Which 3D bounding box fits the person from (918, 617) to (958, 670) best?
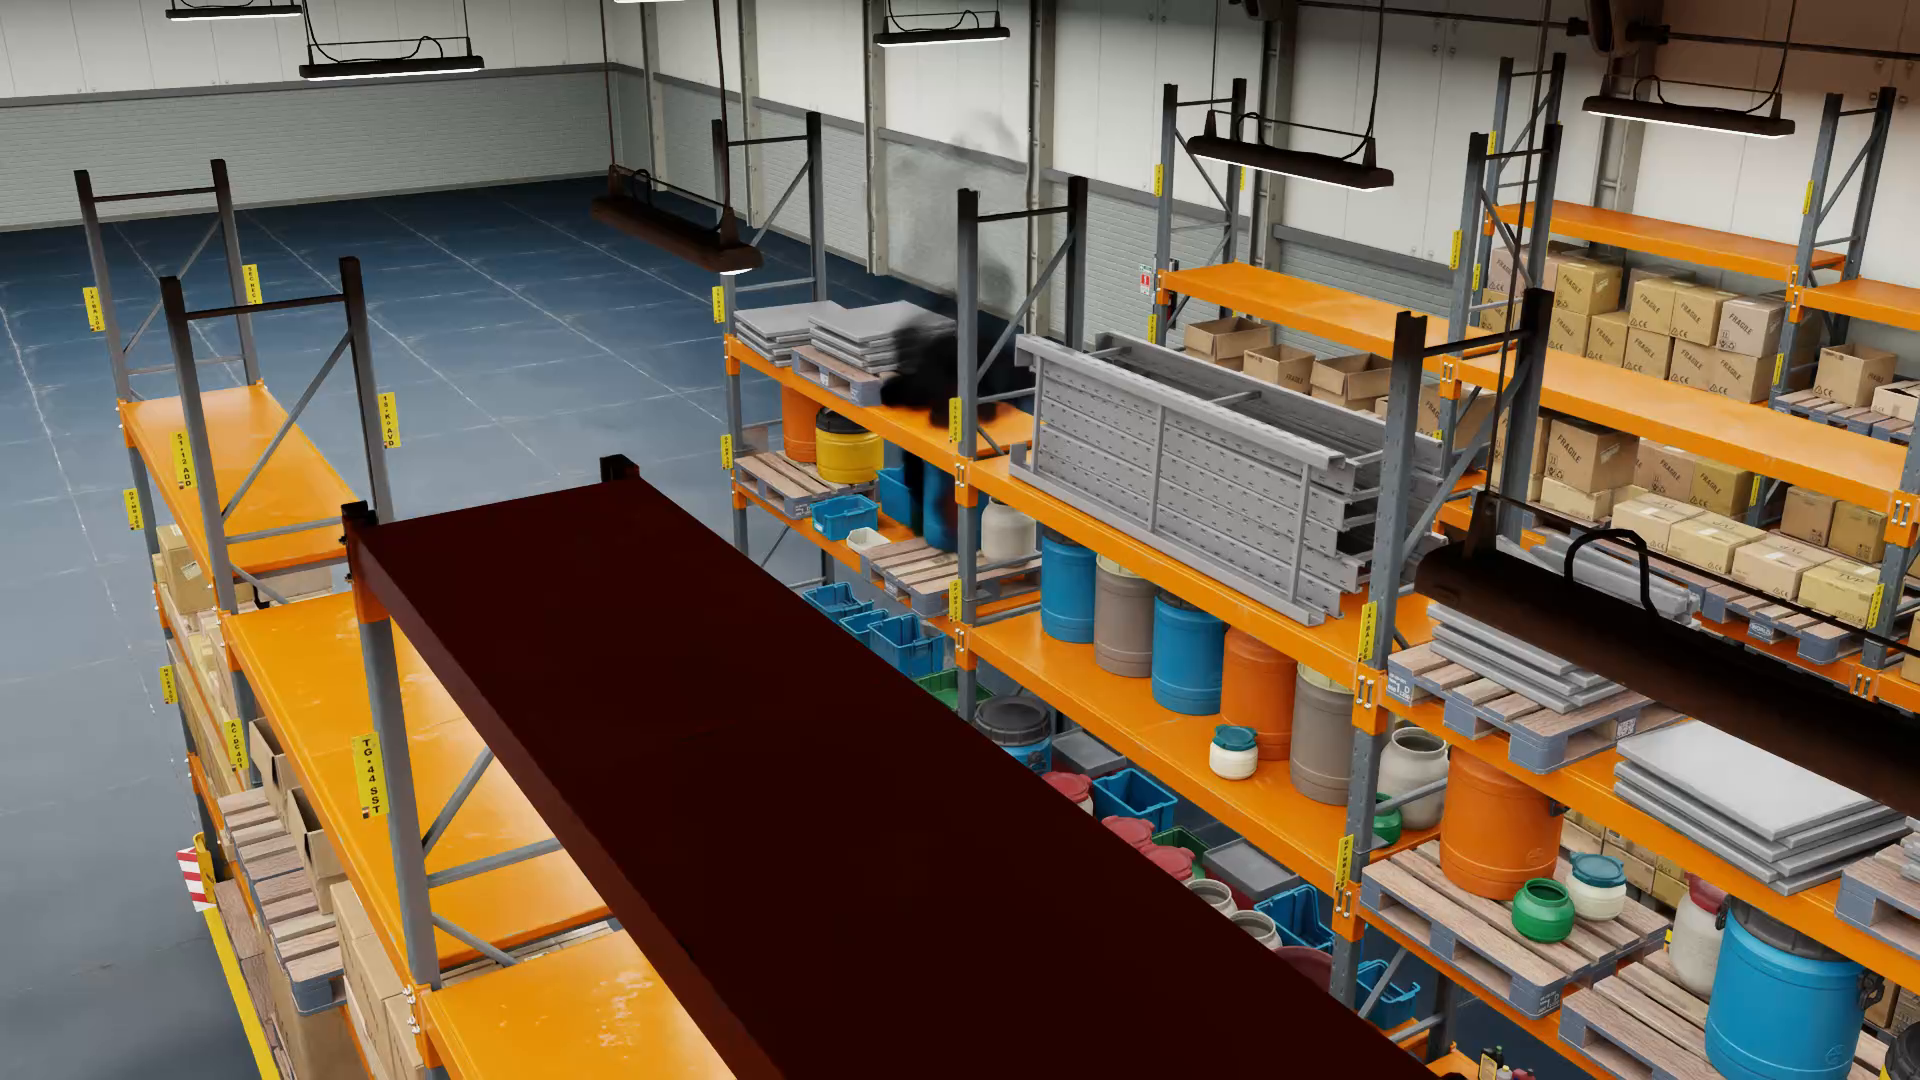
[{"bbox_3d":[-0.237,0.803,17.055,0.635,1.749,0.633,15,27,34],"label":"person"}]
